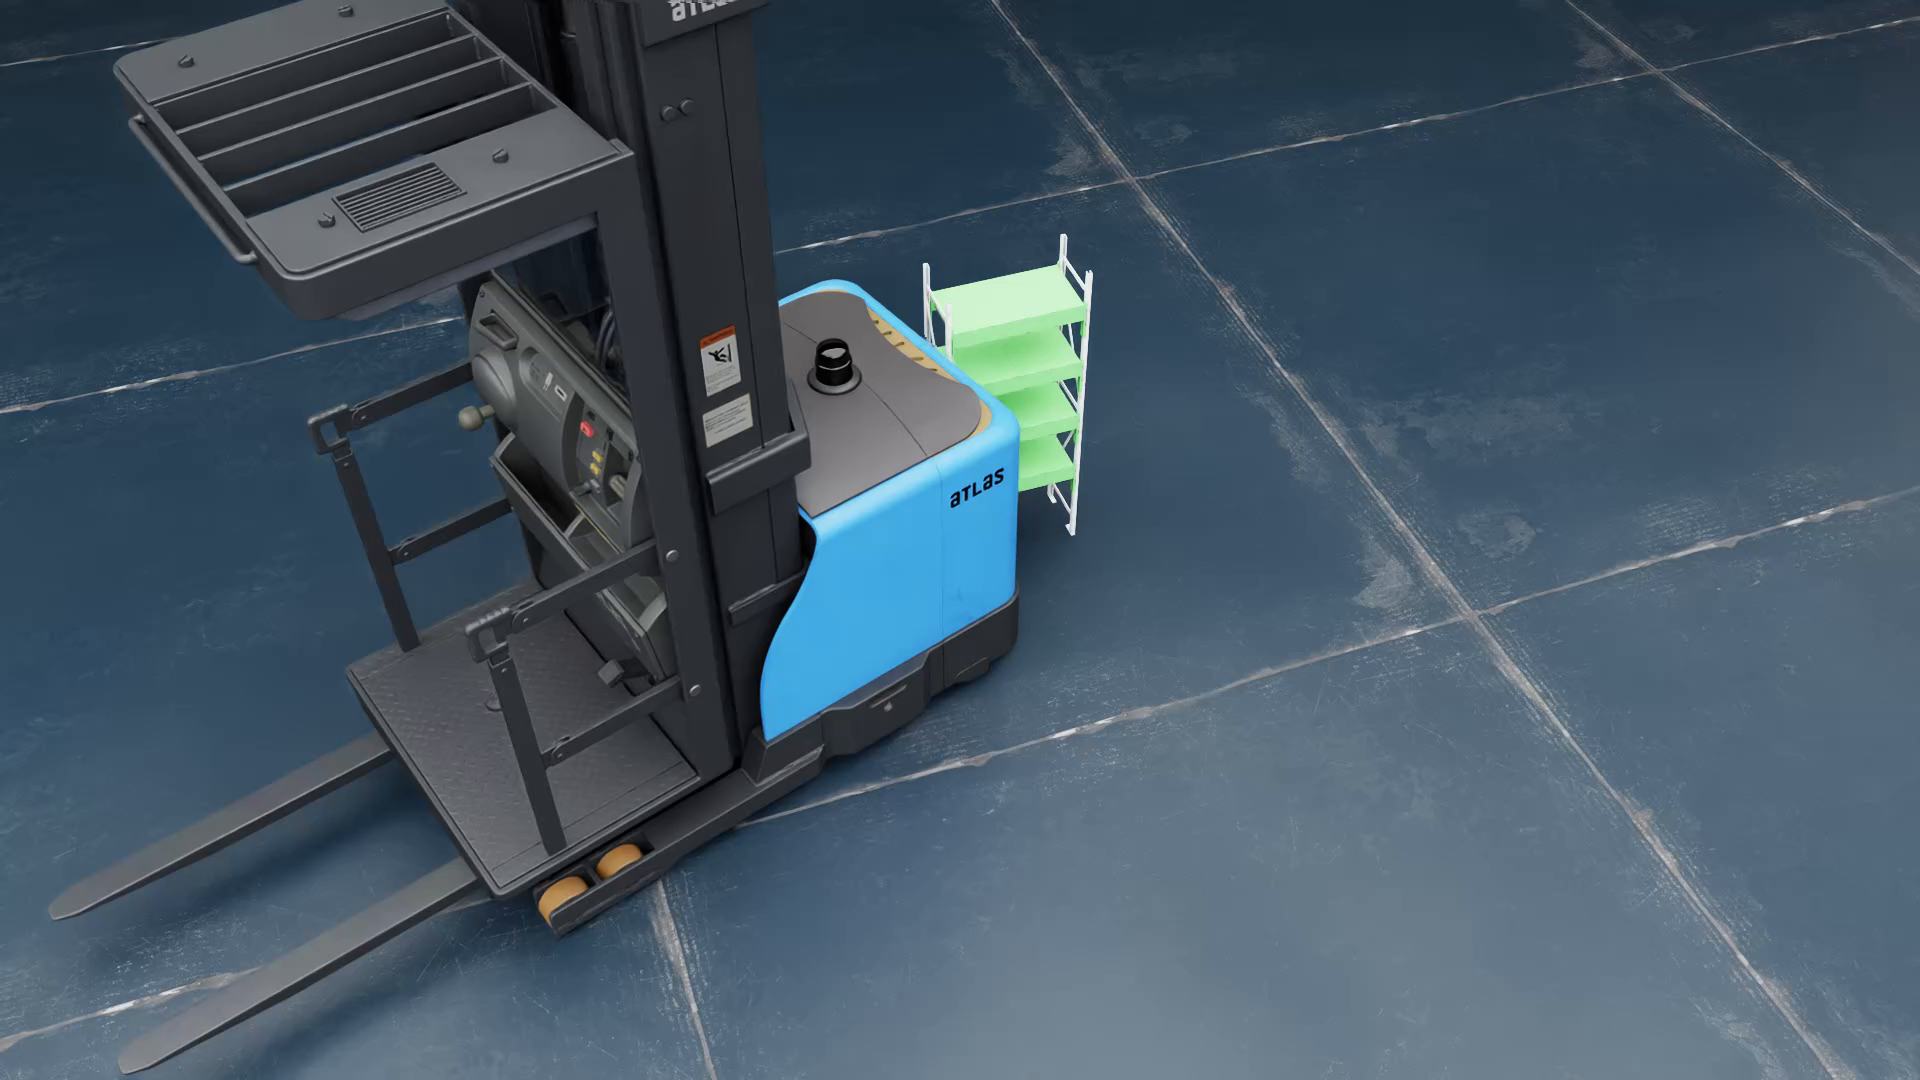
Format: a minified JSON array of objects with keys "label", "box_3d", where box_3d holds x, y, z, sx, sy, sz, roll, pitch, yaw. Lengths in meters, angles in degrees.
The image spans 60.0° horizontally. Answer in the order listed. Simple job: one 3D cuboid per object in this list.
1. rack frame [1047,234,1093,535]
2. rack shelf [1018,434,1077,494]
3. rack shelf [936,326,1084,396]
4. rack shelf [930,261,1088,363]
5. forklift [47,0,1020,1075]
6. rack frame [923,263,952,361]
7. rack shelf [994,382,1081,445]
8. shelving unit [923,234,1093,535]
[{"label":"rack frame","box_3d":[0.385,-0.522,5.923,0.015,1.200,0.240,-14,47,-14]},{"label":"rack shelf","box_3d":[0.156,-0.249,6.080,0.480,0.148,0.258,-14,47,-14]},{"label":"rack shelf","box_3d":[0.156,-0.588,5.740,0.480,0.148,0.258,-14,47,-14]},{"label":"rack shelf","box_3d":[0.156,-0.757,5.570,0.480,0.148,0.258,-14,47,-14]},{"label":"forklift","box_3d":[-1.273,-0.275,4.455,3.031,2.935,1.130,-29,52,-26]},{"label":"rack frame","box_3d":[-0.074,-0.405,5.806,0.015,1.200,0.240,-14,47,-14]},{"label":"rack shelf","box_3d":[0.156,-0.418,5.910,0.480,0.148,0.258,-14,47,-14]},{"label":"shelving unit","box_3d":[0.156,-0.463,5.865,0.503,1.200,0.258,-14,47,-14]}]
